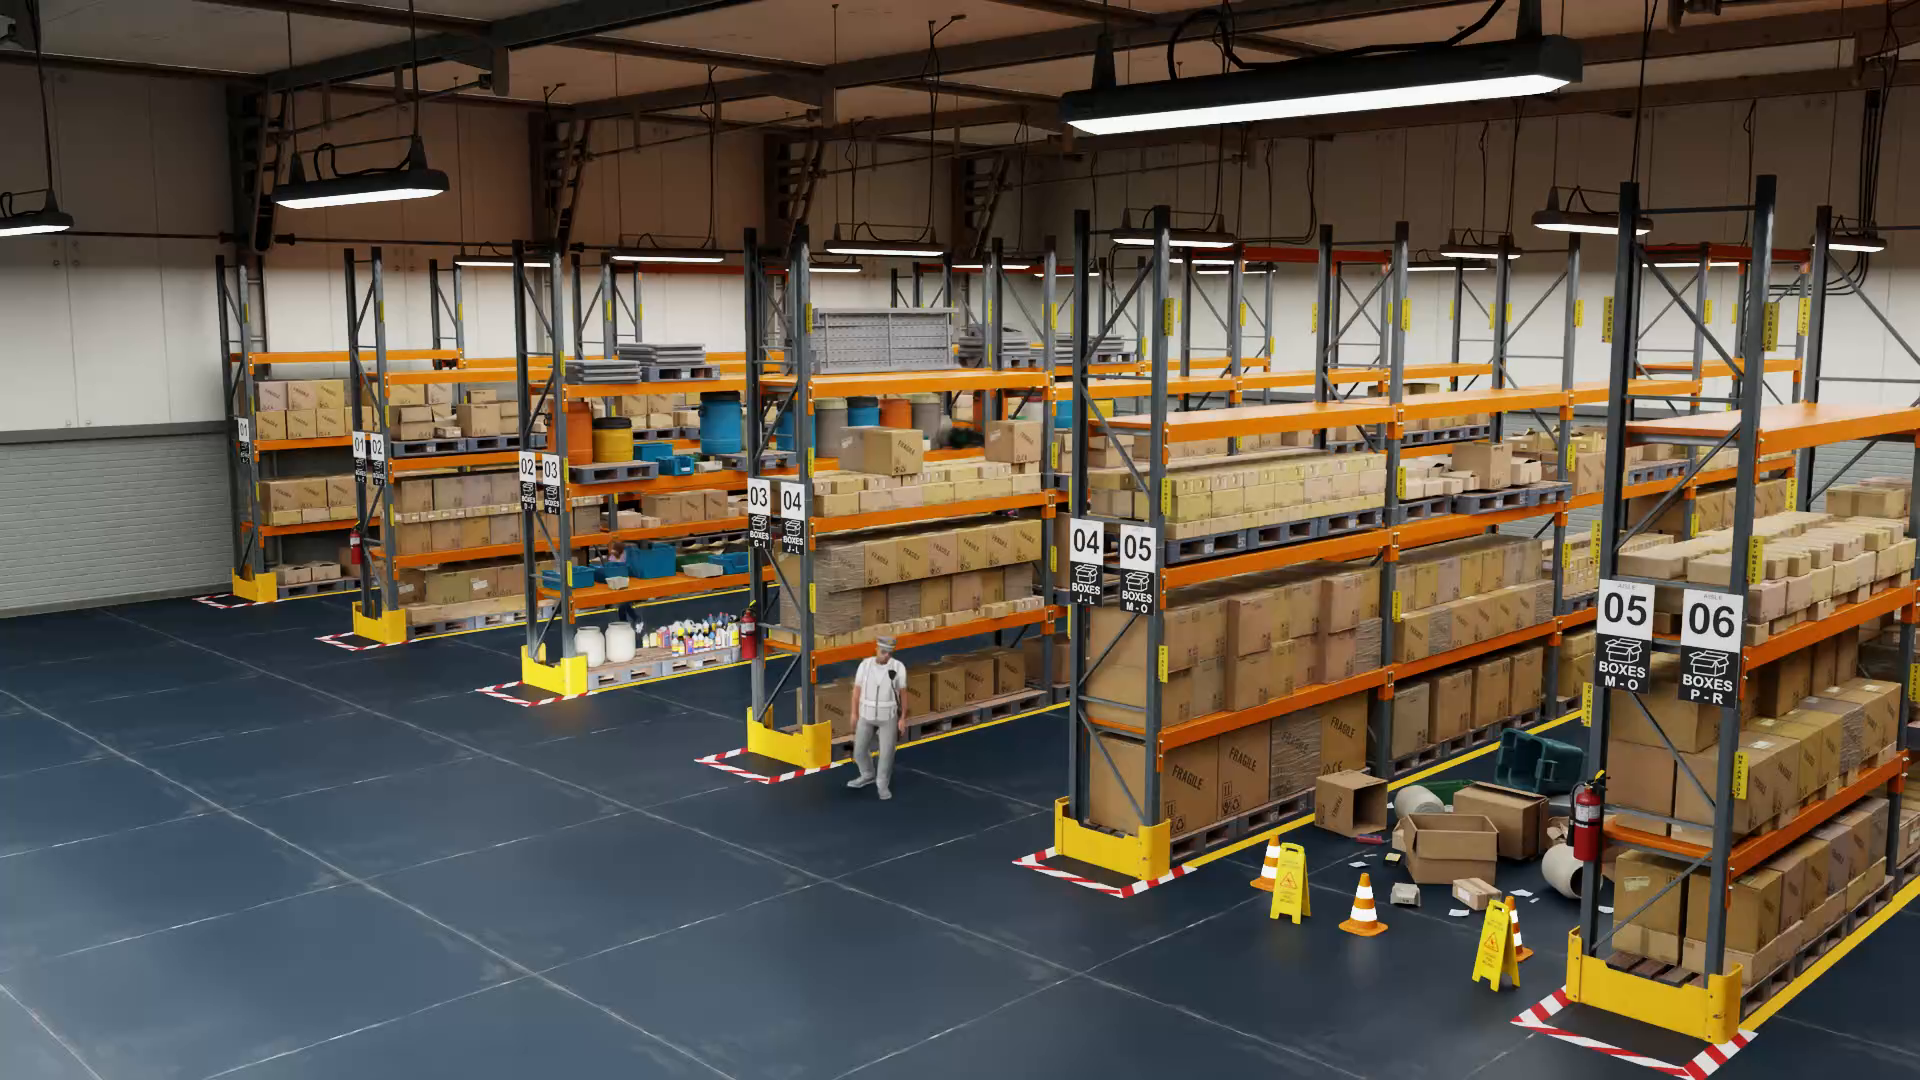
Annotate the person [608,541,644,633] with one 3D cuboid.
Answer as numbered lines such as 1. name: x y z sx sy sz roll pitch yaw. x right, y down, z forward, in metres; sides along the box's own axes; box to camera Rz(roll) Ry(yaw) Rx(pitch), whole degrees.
1. person: -5.152 0.761 25.677 0.533 1.567 0.884 4 9 27

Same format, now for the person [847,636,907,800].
1. person: -0.883 1.844 17.493 0.665 1.729 0.531 1 8 6
